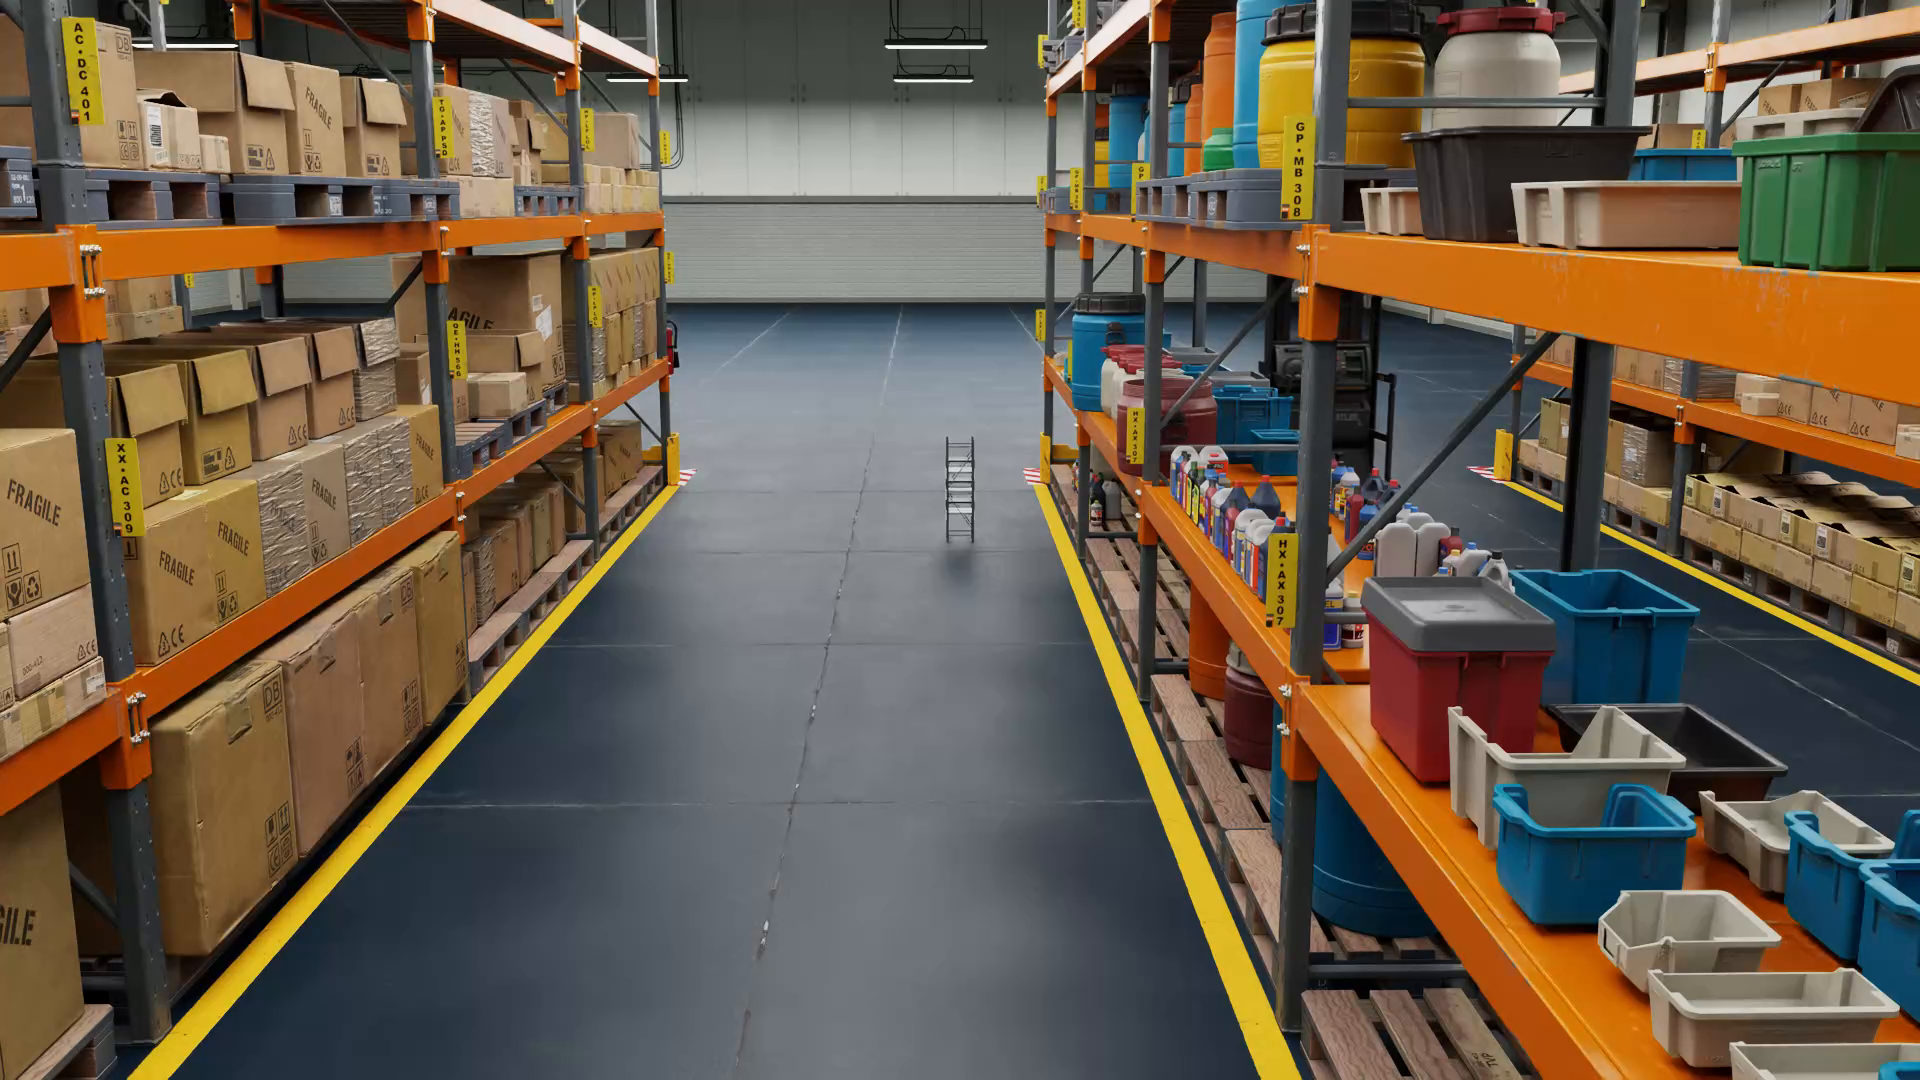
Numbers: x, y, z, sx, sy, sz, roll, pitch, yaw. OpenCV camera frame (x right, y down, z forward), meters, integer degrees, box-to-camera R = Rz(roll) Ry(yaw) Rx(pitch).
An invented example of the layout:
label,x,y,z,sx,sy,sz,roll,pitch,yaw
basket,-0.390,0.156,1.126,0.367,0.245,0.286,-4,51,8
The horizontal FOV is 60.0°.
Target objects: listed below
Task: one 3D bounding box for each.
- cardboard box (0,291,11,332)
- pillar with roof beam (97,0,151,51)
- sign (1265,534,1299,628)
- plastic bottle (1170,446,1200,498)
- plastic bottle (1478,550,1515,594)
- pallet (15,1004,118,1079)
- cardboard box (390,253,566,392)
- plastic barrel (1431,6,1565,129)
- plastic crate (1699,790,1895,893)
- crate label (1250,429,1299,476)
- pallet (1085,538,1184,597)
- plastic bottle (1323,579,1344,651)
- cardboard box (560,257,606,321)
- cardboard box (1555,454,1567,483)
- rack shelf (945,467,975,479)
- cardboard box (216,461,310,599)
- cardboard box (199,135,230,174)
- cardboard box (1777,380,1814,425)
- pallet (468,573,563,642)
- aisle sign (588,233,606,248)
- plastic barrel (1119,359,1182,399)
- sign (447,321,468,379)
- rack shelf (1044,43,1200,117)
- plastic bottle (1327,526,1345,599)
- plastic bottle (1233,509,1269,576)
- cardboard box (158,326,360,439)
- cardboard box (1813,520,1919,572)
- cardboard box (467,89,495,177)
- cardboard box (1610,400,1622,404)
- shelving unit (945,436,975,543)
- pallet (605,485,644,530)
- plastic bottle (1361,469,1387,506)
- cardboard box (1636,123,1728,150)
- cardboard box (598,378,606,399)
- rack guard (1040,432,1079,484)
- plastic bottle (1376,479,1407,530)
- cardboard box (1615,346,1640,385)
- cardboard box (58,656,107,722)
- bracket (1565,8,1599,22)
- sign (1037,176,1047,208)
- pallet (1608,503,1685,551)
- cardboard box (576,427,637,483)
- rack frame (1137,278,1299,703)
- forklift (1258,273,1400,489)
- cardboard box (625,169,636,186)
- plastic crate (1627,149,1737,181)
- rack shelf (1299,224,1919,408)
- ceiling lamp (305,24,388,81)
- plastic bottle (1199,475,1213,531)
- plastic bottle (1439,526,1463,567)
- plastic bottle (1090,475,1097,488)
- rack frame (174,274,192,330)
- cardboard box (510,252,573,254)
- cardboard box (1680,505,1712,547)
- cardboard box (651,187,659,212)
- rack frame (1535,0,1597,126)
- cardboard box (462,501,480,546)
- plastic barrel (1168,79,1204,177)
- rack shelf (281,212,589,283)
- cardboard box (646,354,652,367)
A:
label,x,y,z,sx,sy,sz,roll,pitch,yaw
cardboard box,-8.410,-1.973,13.649,0.875,0.550,0.550,0,11,-1
pillar with roof beam,-15.508,-9.617,39.331,9.100,9.000,0.548,0,11,-1
sign,1.091,0.139,5.635,0.100,0.325,0.005,0,11,-1
plastic bottle,1.244,-0.375,9.173,0.152,0.276,0.135,0,11,-1
plastic bottle,1.957,0.217,6.068,0.144,0.351,0.185,0,11,-1
pallet,-3.373,1.811,5.102,1.003,0.211,1.213,0,11,-1
cardboard box,-3.600,-1.639,12.528,1.000,1.000,1.000,0,11,-1
plastic barrel,1.881,-1.576,5.839,0.433,0.535,0.433,0,11,0
plastic crate,1.978,0.717,3.992,0.293,0.136,0.466,0,11,-1
crate label,1.925,-0.526,10.028,0.303,0.233,0.416,0,11,-1
pallet,1.531,0.205,13.019,1.003,0.211,1.213,0,11,-1
plastic bottle,1.310,0.256,6.064,0.152,0.276,0.135,0,11,-1
cardboard box,-3.231,-2.073,13.718,0.500,0.500,0.500,0,11,-1
cardboard box,6.158,-0.685,16.249,0.500,0.250,0.500,0,11,-1
rack shelf,0.000,-0.583,14.433,0.258,0.077,0.200,0,11,-1
cardboard box,-3.091,-0.048,7.001,0.500,0.500,0.500,0,11,-2
cardboard box,-3.192,-1.557,6.719,0.380,0.149,0.250,-1,11,-3
cardboard box,6.439,-1.129,12.328,0.500,0.500,0.500,1,11,3
pallet,-3.430,0.467,11.726,1.003,0.211,1.213,0,11,-1
aisle sign,-3.860,-3.378,17.126,0.394,0.787,0.004,0,11,-1
plastic barrel,1.300,-0.962,11.413,0.433,0.535,0.433,0,11,0
sign,-2.839,-1.073,9.390,0.100,0.325,0.005,0,11,-1
rack shelf,1.435,-4.107,14.985,1.077,0.370,4.000,0,11,-1
plastic bottle,1.439,0.115,6.574,0.144,0.351,0.185,0,11,-1
plastic bottle,1.284,0.010,7.275,0.152,0.276,0.135,0,11,-1
cardboard box,-3.384,-0.768,8.026,0.797,0.503,0.637,0,11,0
cardboard box,6.229,0.018,11.376,0.500,0.311,0.500,0,11,-2
cardboard box,-3.153,-2.462,10.096,0.500,0.500,0.500,0,11,-1
cardboard box,6.654,-1.253,17.164,0.500,0.500,0.500,0,11,-1
shelving unit,0.000,-0.439,14.462,0.258,0.900,0.210,0,11,-1
pallet,-3.553,-0.307,15.543,1.003,0.211,1.213,0,11,-1
plastic bottle,1.979,-0.161,7.932,0.144,0.351,0.185,0,11,-1
cardboard box,6.520,-3.460,14.859,0.797,0.503,0.637,1,12,5
cardboard box,-3.172,-1.268,13.897,0.380,0.149,0.250,0,11,-1
rack guard,1.442,-0.873,17.605,1.175,0.500,0.348,0,11,-1
plastic bottle,1.985,-0.098,7.620,0.144,0.351,0.185,0,11,-1
cardboard box,6.389,-1.679,15.040,0.700,0.500,0.500,0,11,0
cardboard box,-2.977,0.475,5.305,0.380,0.149,0.250,0,11,-1
bracket,11.512,-9.704,30.706,0.076,0.066,4.783,0,11,-1
sign,0.843,-3.586,17.124,0.100,0.325,0.005,0,11,-1
pallet,6.454,-0.129,14.665,1.003,0.211,1.213,0,11,-1
cardboard box,-3.516,-0.831,16.339,0.500,0.500,0.500,3,12,14
rack frame,1.559,-0.523,9.591,1.000,3.000,0.127,0,11,-1
forklift,3.444,-1.671,15.426,1.130,2.935,3.031,-2,12,-8
cardboard box,-3.221,-3.372,15.466,0.380,0.149,0.250,-1,11,-4
plastic crate,1.979,-0.936,4.505,0.416,0.233,0.300,0,11,-1
rack shelf,1.683,-0.448,3.486,1.077,0.370,4.000,0,11,-1
ceiling lamp,-15.107,-12.904,40.852,2.000,3.185,0.800,0,11,-1
plastic bottle,1.236,-0.185,8.249,0.097,0.271,0.097,0,11,0
plastic bottle,2.042,0.078,6.922,0.061,0.283,0.133,0,11,-1
plastic bottle,1.170,-0.400,14.544,0.144,0.351,0.185,-1,11,-4
rack frame,-8.520,-2.092,17.328,1.000,3.000,0.127,0,11,-1
cardboard box,-3.788,-2.369,15.177,0.500,0.500,0.500,0,11,-1
cardboard box,6.189,-0.115,13.439,0.500,0.250,0.500,-1,11,-3
cardboard box,-3.295,-3.394,16.579,0.500,0.250,0.500,0,11,0
rack frame,6.346,-5.073,16.930,1.000,3.000,0.127,0,11,-1
cardboard box,-3.458,-0.099,10.797,0.500,0.250,0.500,1,12,5
plastic barrel,1.730,-2.673,11.387,0.600,0.901,0.708,0,11,-1
rack shelf,-3.435,-2.017,11.224,1.077,0.370,4.000,0,11,-1
cardboard box,-3.285,-1.815,16.591,0.380,0.149,0.250,0,11,-1
